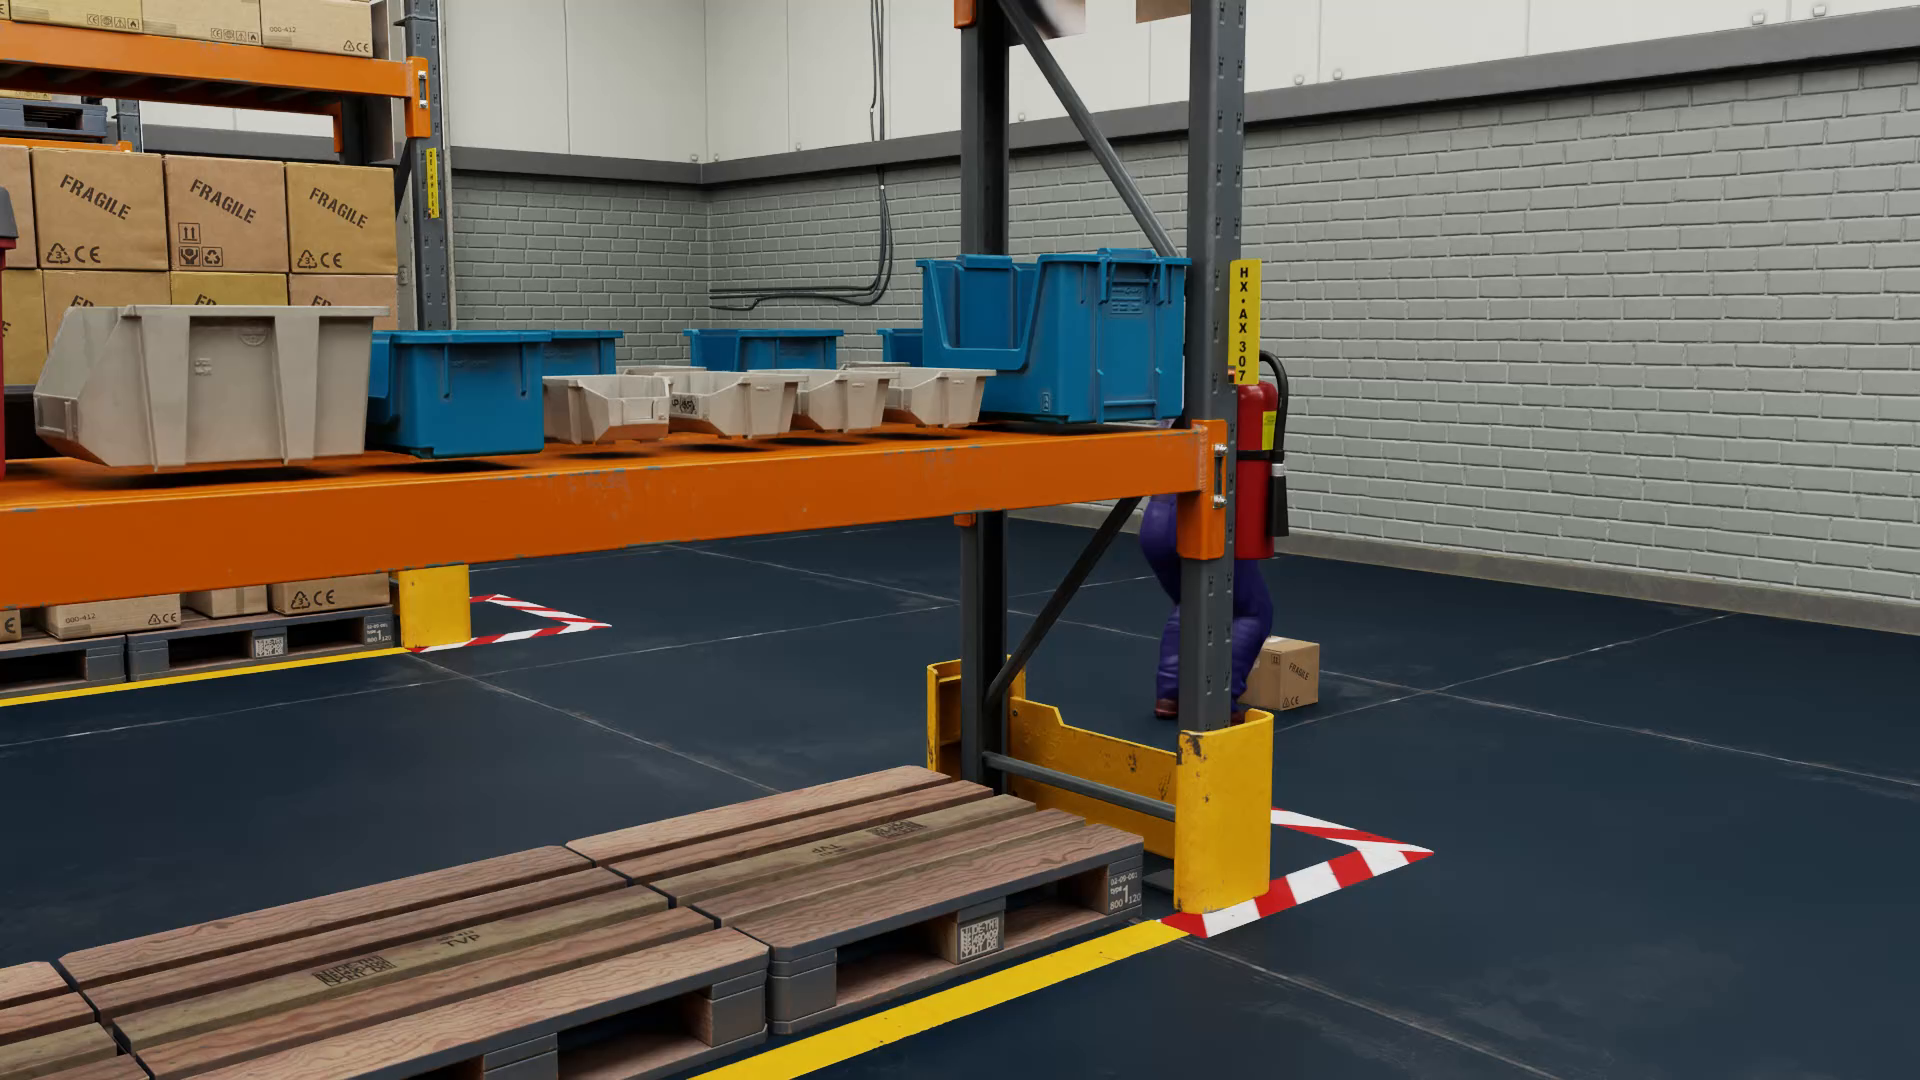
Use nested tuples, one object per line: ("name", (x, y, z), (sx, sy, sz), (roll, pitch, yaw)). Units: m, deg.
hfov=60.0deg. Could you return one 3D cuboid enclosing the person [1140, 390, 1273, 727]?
("person", (0.960, -0.022, 6.593), (0.529, 1.510, 0.522), (-6, 10, -40))
